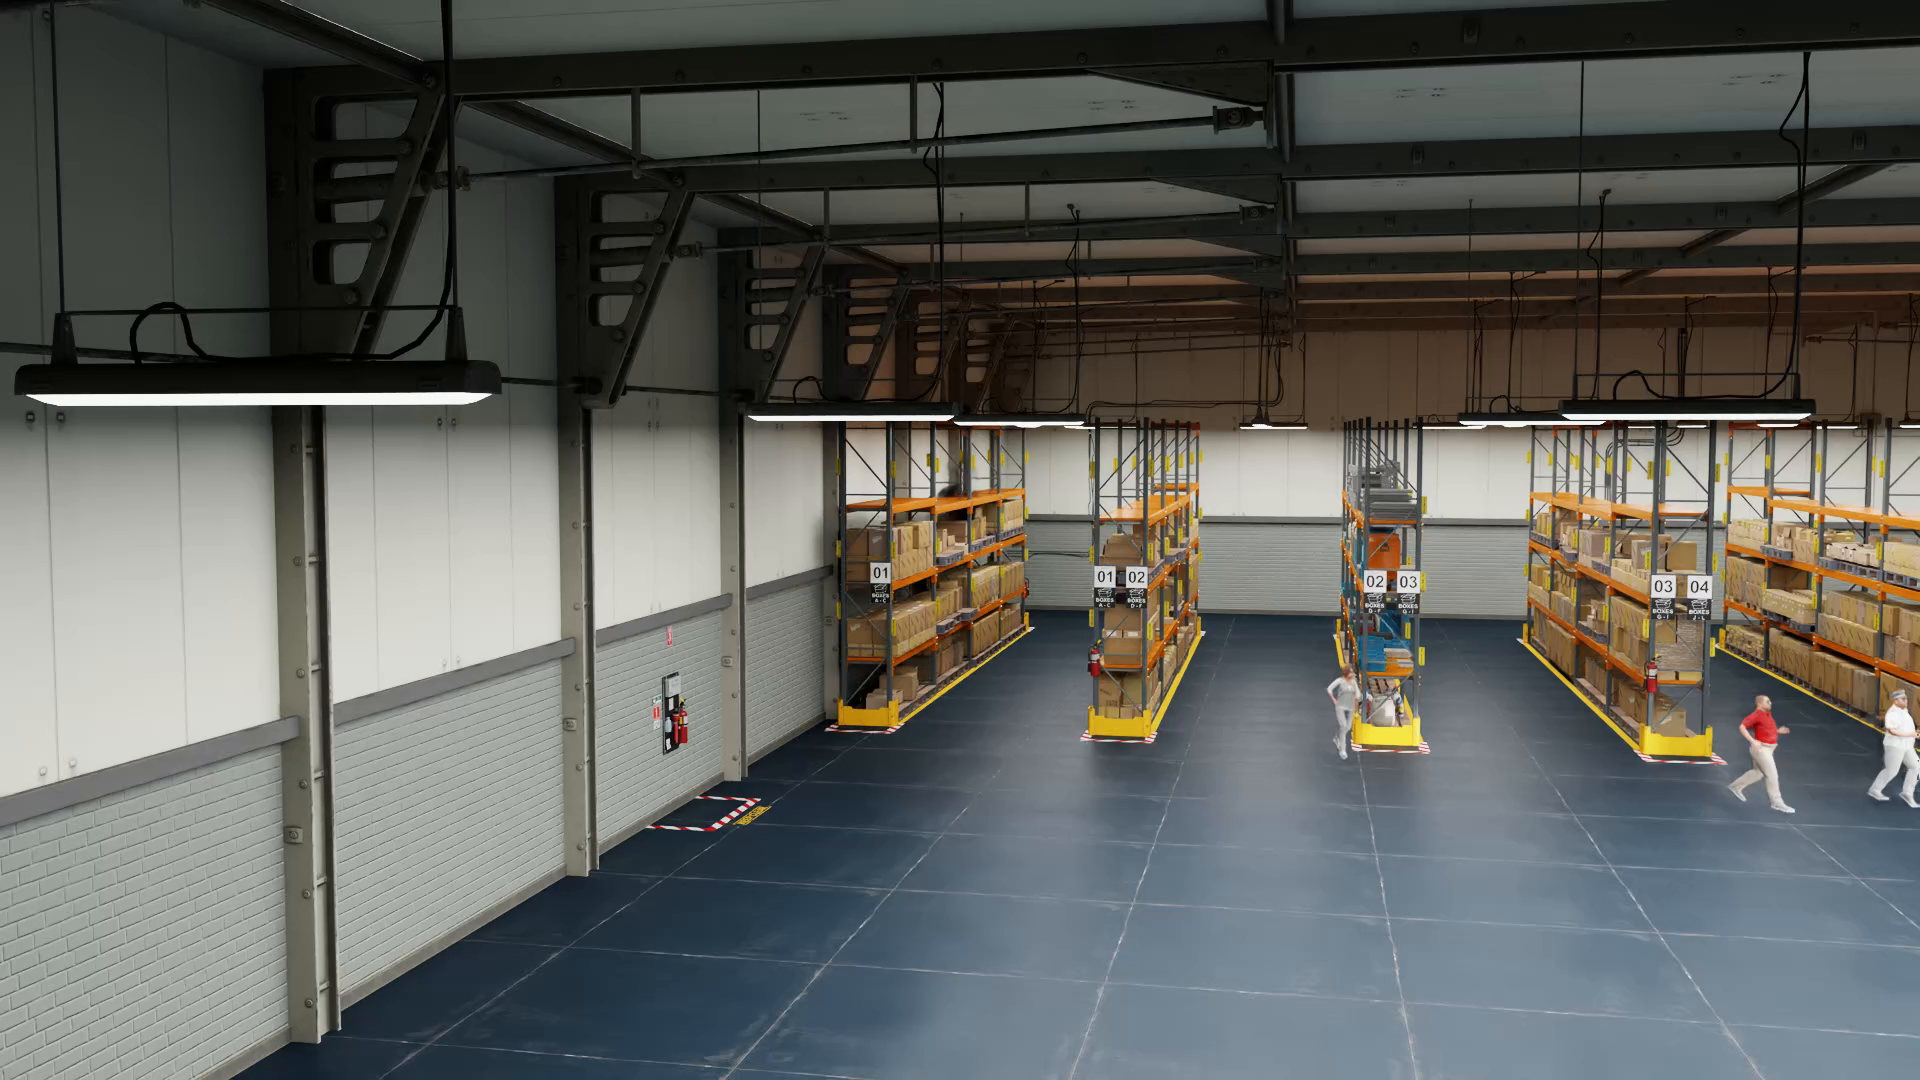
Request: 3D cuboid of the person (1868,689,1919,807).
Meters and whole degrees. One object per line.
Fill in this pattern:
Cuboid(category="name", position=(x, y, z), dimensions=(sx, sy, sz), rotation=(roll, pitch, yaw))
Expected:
Cuboid(category="person", position=(14.398, 3.197, 25.542), dimensions=(0.660, 1.842, 0.754), rotation=(-3, 5, -37))

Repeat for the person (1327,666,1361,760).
Cuboid(category="person", position=(6.839, 3.013, 29.463), dimensions=(0.548, 1.588, 0.891), rotation=(-1, 4, -17))

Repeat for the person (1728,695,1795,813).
Cuboid(category="person", position=(12.162, 3.203, 25.212), dimensions=(0.989, 1.717, 0.663), rotation=(3, 5, 40))

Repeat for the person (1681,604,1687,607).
Cuboid(category="person", position=(19.307, 1.963, 45.027), dimensions=(0.554, 1.673, 0.913), rotation=(-3, 5, -37))
